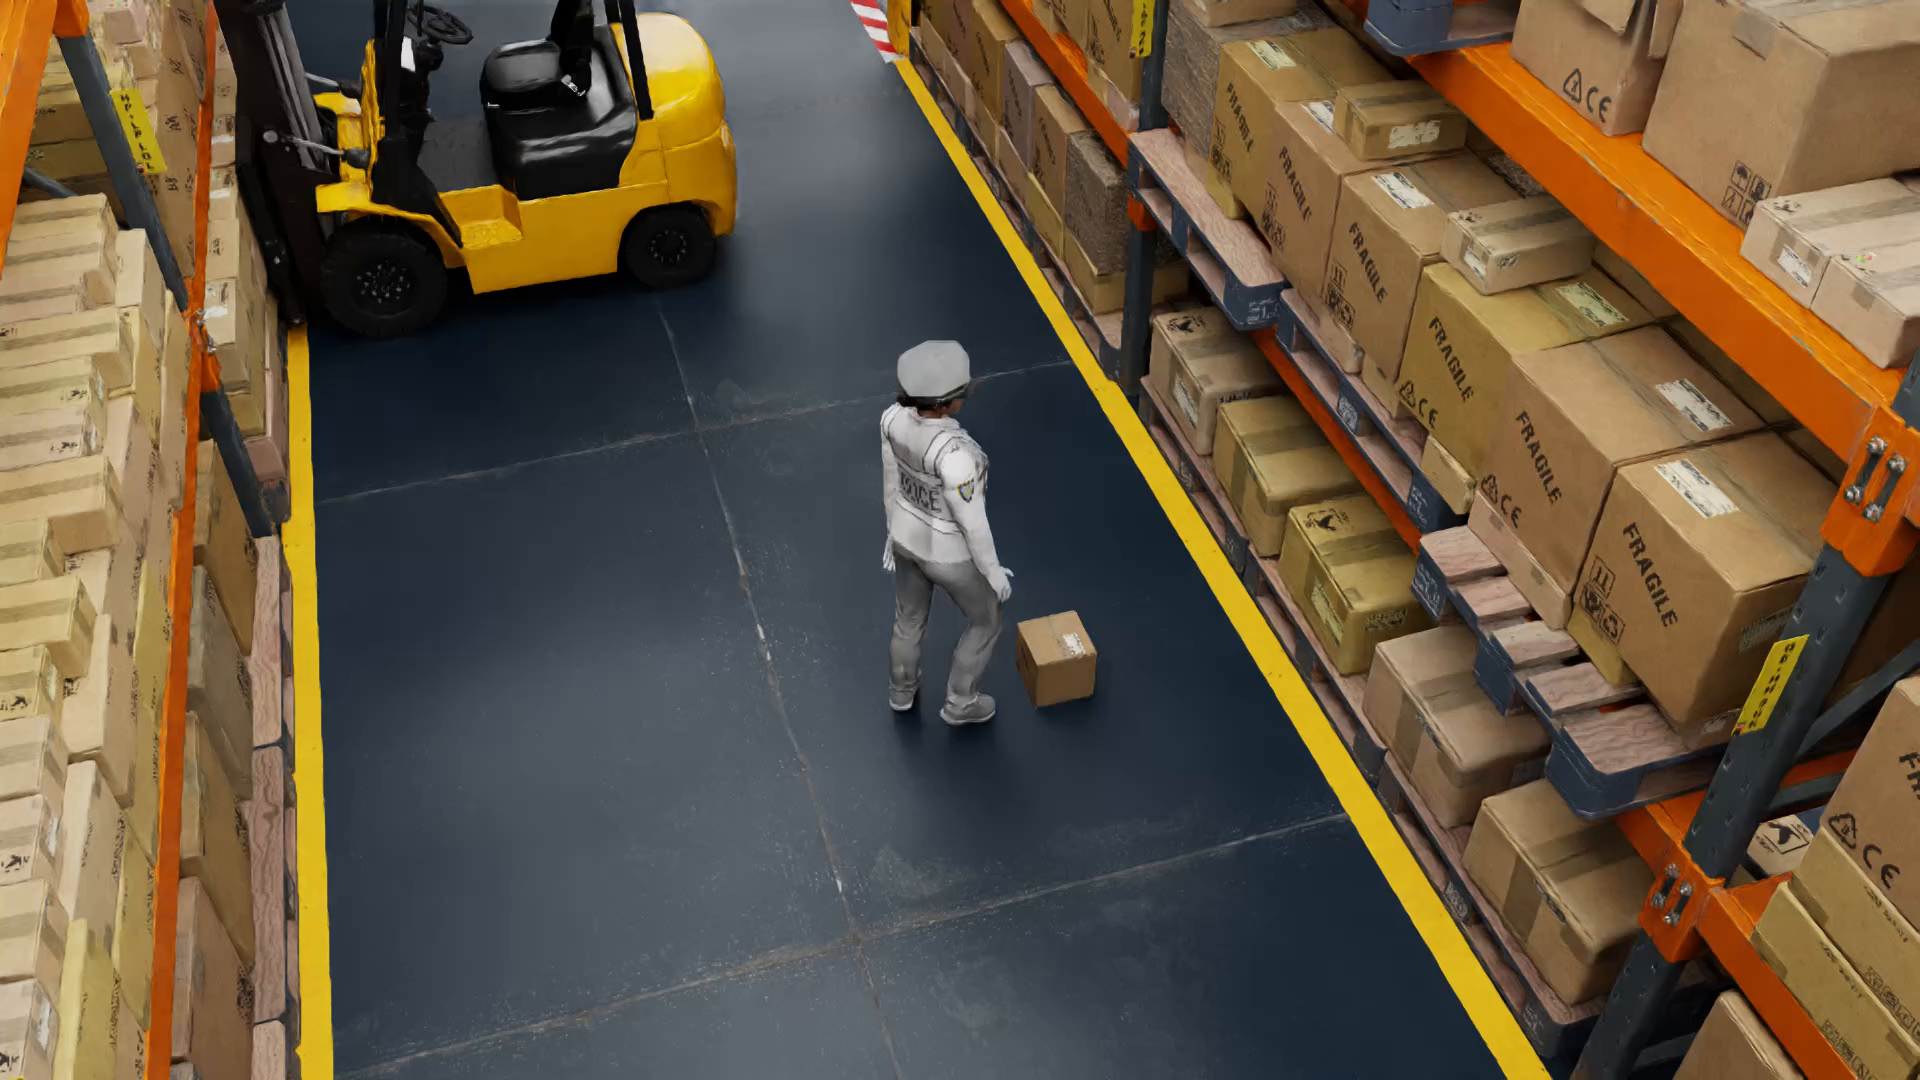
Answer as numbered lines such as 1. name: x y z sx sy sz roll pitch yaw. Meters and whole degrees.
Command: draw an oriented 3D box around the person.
1. person: -0.059 0.040 6.088 0.377 1.695 0.553 -33 52 -31
